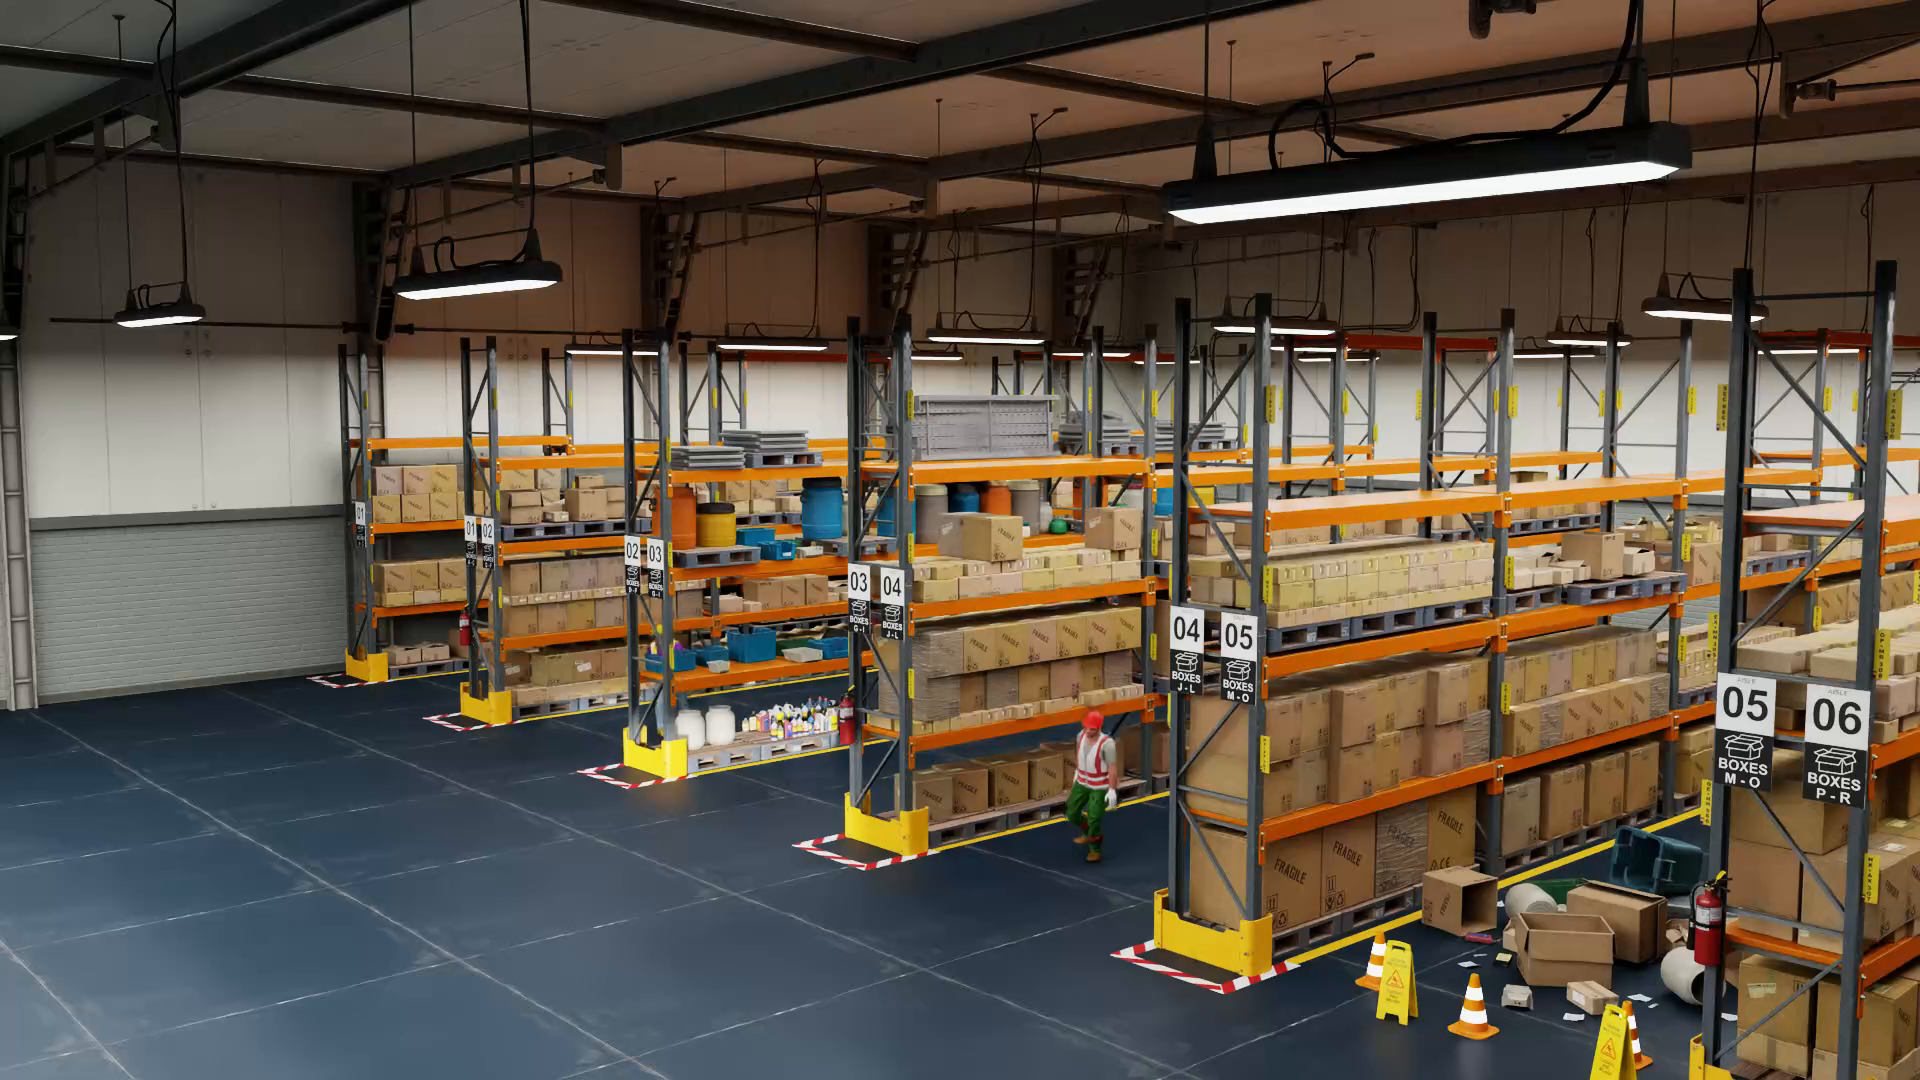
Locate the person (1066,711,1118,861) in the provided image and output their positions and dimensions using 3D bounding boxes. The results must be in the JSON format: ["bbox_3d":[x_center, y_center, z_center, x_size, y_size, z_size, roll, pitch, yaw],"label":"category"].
[{"bbox_3d":[1.447,2.673,18.211,0.765,1.701,0.652,4,7,40],"label":"person"}]

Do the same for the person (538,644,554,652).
[{"bbox_3d":[-7.311,1.647,29.735,0.721,1.734,0.807,2,5,18],"label":"person"}]

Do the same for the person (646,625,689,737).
[{"bbox_3d":[-4.394,2.116,24.986,0.693,1.722,0.825,0,5,-2],"label":"person"}]
